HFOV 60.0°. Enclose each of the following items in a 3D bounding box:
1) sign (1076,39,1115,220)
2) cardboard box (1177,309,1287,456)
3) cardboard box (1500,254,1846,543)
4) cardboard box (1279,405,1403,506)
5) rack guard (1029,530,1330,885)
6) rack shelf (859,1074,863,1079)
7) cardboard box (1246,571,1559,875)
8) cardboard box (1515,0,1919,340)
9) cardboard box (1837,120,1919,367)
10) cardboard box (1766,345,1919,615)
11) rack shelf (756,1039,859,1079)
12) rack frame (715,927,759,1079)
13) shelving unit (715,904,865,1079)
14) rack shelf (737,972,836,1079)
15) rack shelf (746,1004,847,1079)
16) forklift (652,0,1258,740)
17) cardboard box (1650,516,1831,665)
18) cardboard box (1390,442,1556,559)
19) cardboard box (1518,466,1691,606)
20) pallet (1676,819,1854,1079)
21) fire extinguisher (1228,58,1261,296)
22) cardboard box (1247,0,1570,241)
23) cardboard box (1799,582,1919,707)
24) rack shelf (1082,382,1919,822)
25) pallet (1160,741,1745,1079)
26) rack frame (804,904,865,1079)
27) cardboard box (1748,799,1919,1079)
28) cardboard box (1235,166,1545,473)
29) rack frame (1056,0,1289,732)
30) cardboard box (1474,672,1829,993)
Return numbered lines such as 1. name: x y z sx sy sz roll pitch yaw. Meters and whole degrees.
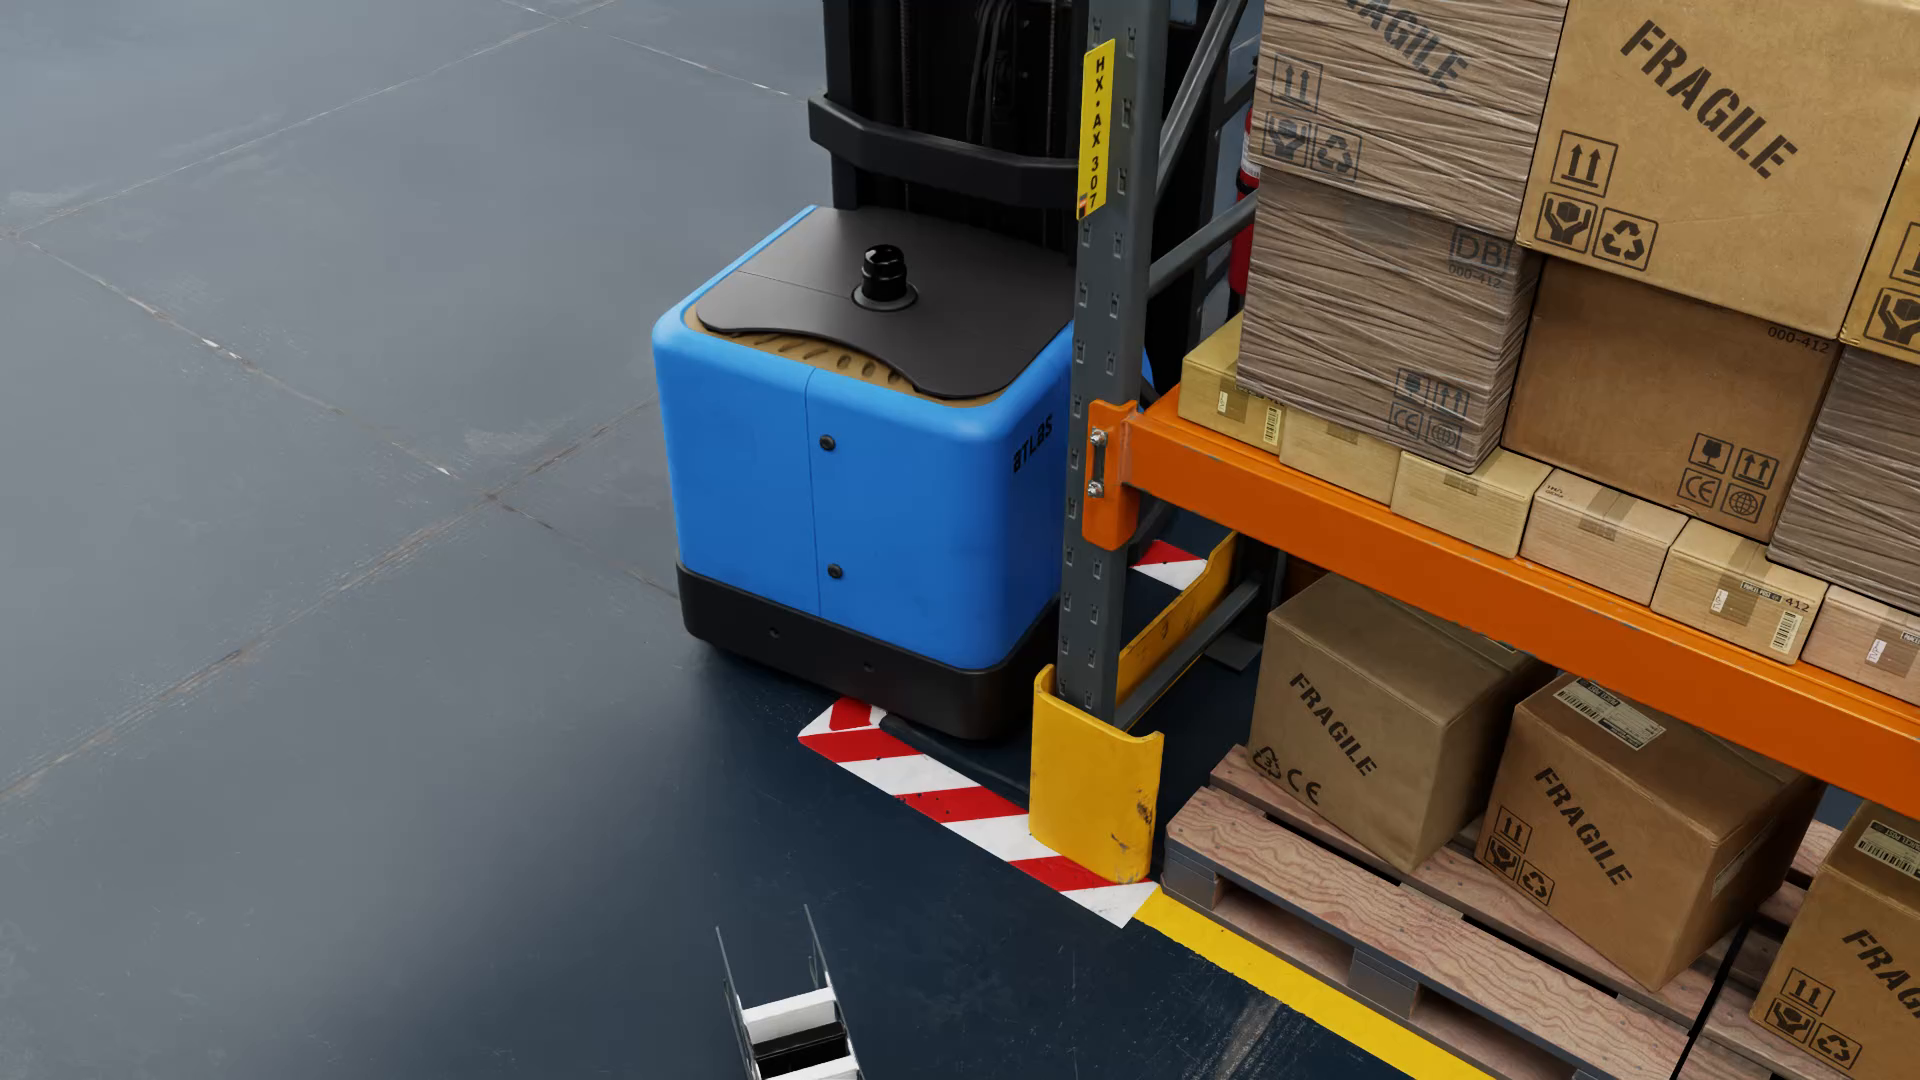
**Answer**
1. sign: 0.253 -0.758 3.083 0.005 0.325 0.100 25 45 29
2. cardboard box: 0.664 -0.361 3.481 0.250 0.149 0.380 25 45 29
3. cardboard box: 1.473 -0.492 3.122 0.500 0.500 0.875 25 45 29
4. cardboard box: 0.851 -0.258 3.350 0.250 0.149 0.380 25 45 29
5. rack guard: 0.643 0.330 4.423 0.348 0.500 1.175 25 45 29
6. rack shelf: -0.286 1.235 3.434 0.200 0.258 0.077 -12 40 -14
7. cardboard box: 1.068 0.378 4.021 0.500 0.500 0.500 -29 46 -32
8. cardboard box: 1.247 -0.703 2.581 0.500 0.500 0.500 25 45 29
9. cardboard box: 1.645 -0.516 2.343 0.500 0.500 0.500 25 45 29
10. cardboard box: 1.843 -0.283 2.856 0.500 0.500 0.875 25 45 29
11. rack shelf: -0.315 1.182 3.501 0.200 0.258 0.077 -12 40 -14
12. rack frame: -0.400 1.221 3.451 0.006 0.240 0.900 -12 40 -14
13. shelving unit: -0.304 1.202 3.477 0.210 0.258 0.900 -12 40 -14
14. rack shelf: -0.372 1.077 3.636 0.200 0.258 0.077 -12 40 -14
15. rack shelf: -0.343 1.129 3.569 0.200 0.258 0.077 -12 40 -14
16. forklift: 0.337 -1.514 4.806 1.130 2.935 3.031 18 42 22
17. cardboard box: 1.446 0.024 2.990 0.250 0.149 0.380 25 45 29
18. cardboard box: 1.040 -0.157 3.221 0.250 0.149 0.380 25 45 29
19. cardboard box: 1.251 -0.073 3.114 0.250 0.149 0.380 25 45 29
20. pallet: 2.231 1.222 3.518 1.213 0.211 1.003 25 45 29
21. fire extinguisher: 0.771 -0.921 4.056 0.183 0.674 0.296 25 45 29
22. cardboard box: 0.854 -0.894 2.825 0.500 0.500 0.500 25 45 29
23. cardboard box: 1.661 0.104 2.887 0.250 0.149 0.380 25 45 29
24. rack shelf: 2.171 0.349 2.954 4.000 0.370 1.077 25 45 29
25. pallet: 1.266 0.765 4.102 1.213 0.211 1.003 25 45 29
26. rack frame: -0.208 1.182 3.502 0.006 0.240 0.900 -12 40 -14
27. cardboard box: 2.050 0.829 3.445 0.500 0.500 0.500 30 47 32
28. cardboard box: 1.003 -0.620 3.286 0.500 0.500 0.875 25 45 29
29. rack frame: 0.582 -0.683 3.689 0.127 3.000 1.000 25 45 29
30. cardboard box: 1.564 0.585 3.757 0.500 0.500 0.500 -25 45 -29
